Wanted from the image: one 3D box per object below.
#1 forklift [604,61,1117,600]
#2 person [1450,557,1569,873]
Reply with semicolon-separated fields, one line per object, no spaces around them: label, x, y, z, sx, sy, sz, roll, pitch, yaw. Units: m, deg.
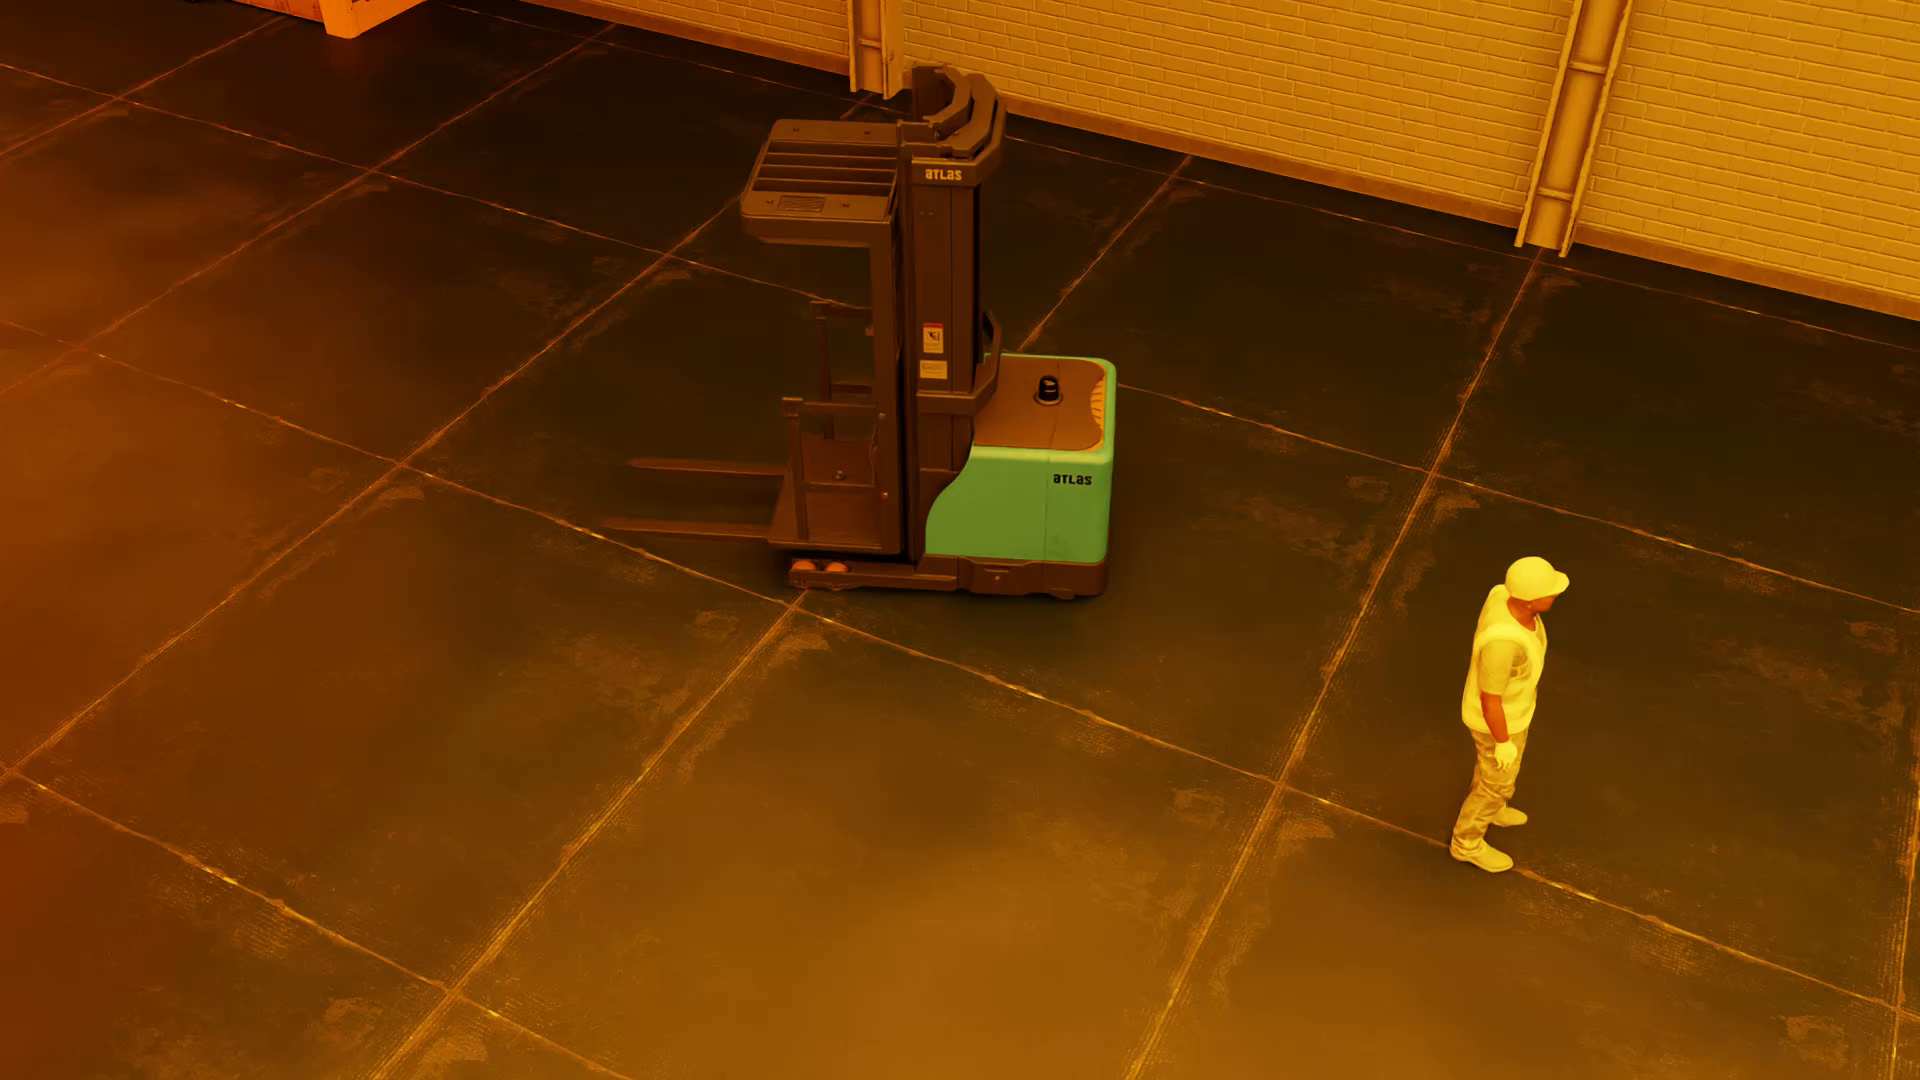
forklift;-0.606;-1.157;9.360;3.031;2.935;1.130;3;40;4
person;2.625;0.820;7.920;0.502;1.801;0.649;13;42;15
